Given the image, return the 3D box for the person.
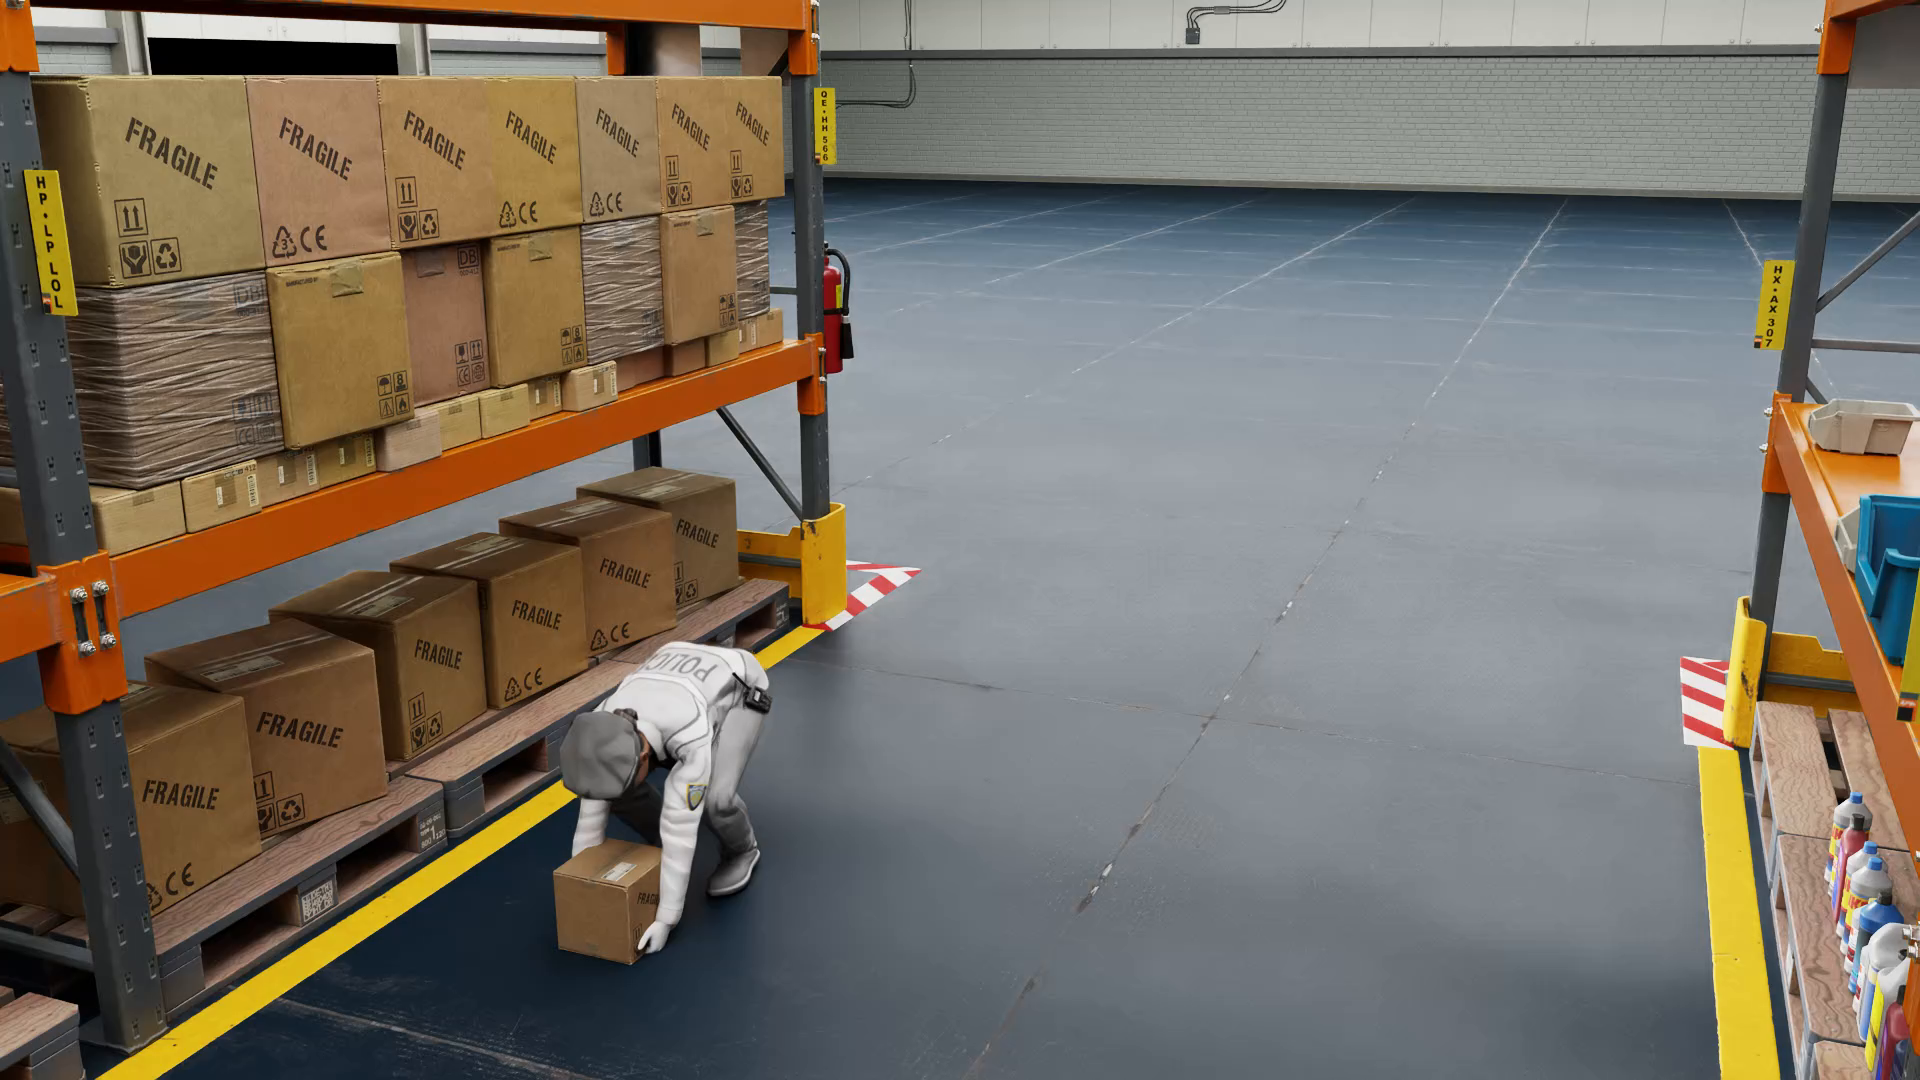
[{"bbox_3d":[-0.884,0.752,5.063,0.453,0.761,0.914,6,16,19],"label":"person"}]
